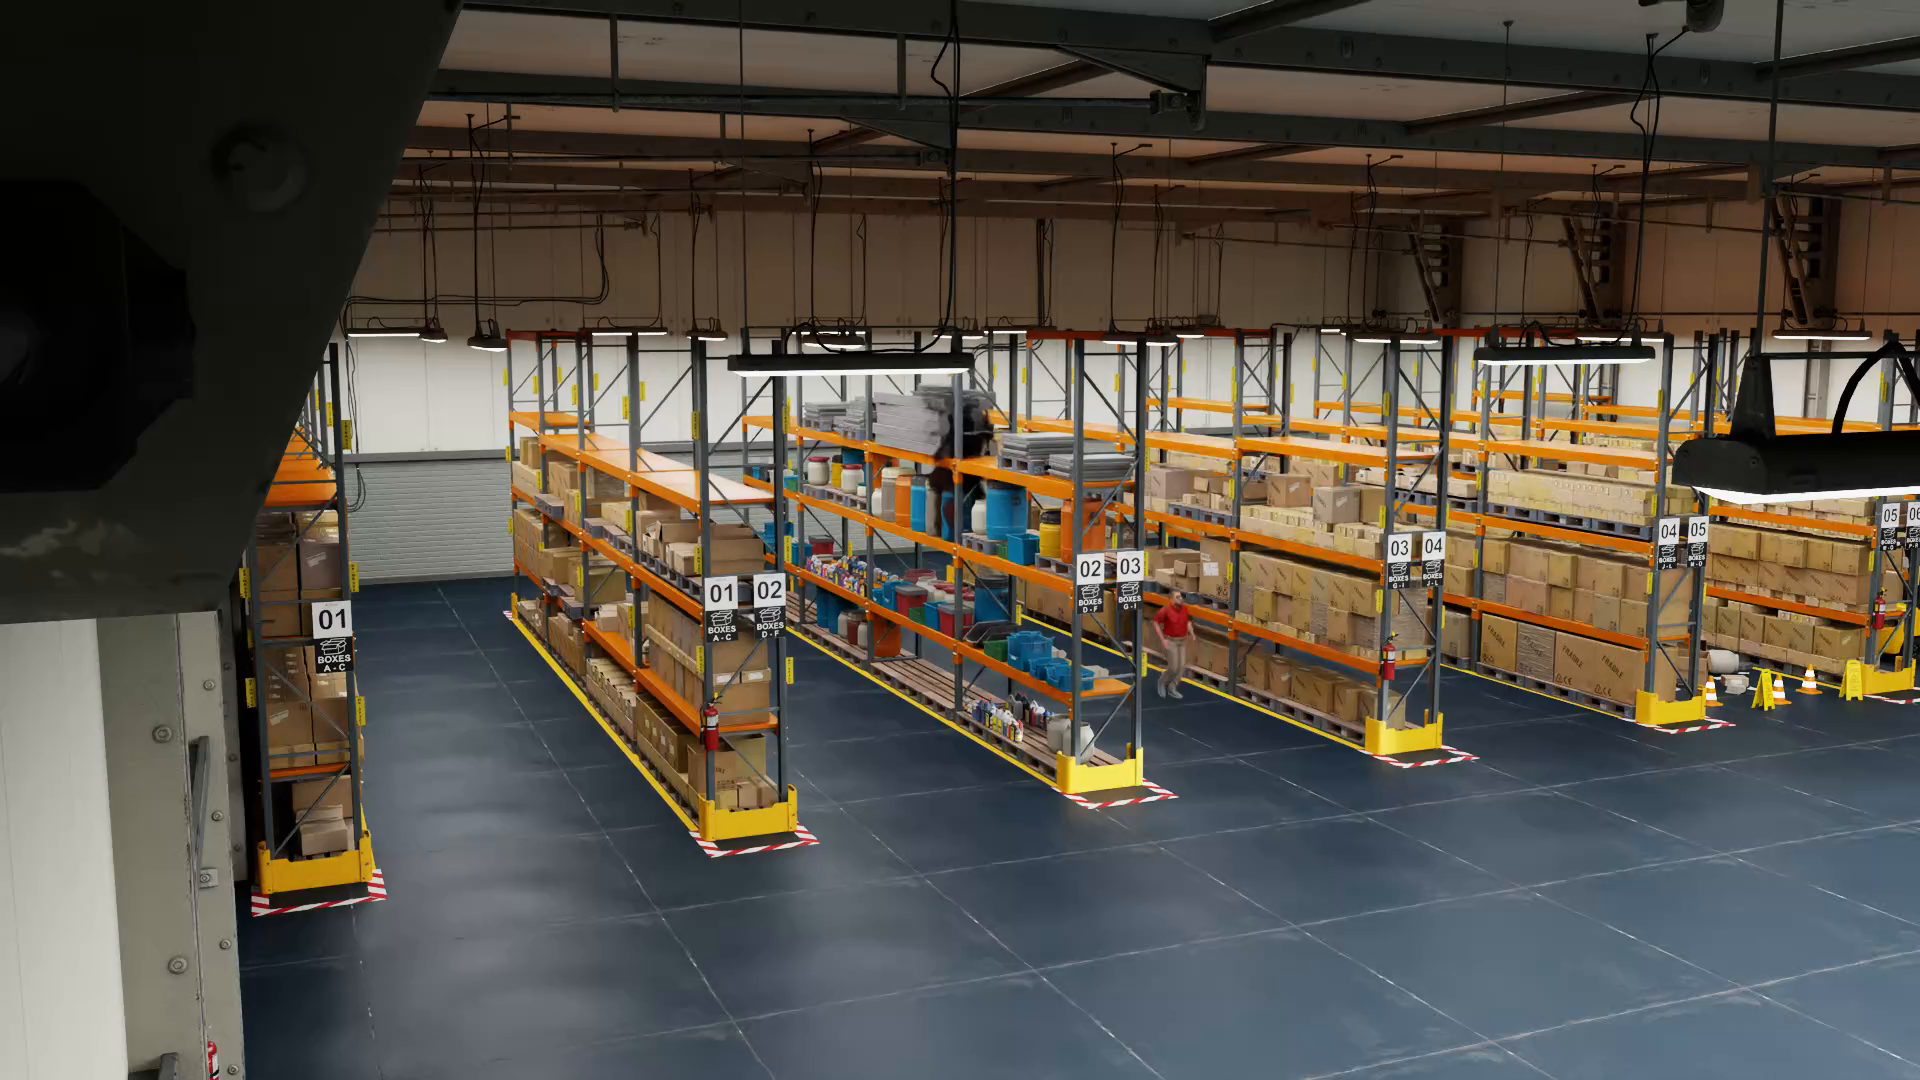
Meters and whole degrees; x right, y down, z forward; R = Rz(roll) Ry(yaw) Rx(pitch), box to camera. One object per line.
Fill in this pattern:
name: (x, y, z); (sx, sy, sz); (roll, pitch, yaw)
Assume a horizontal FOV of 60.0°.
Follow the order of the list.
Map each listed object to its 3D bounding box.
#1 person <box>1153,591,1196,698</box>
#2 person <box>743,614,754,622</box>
person: (3.405, 1.653, 26.247); (0.678, 1.733, 0.560); (-5, 9, -33)
person: (-3.671, 1.515, 28.636); (0.701, 1.698, 0.932); (-4, 9, -29)
